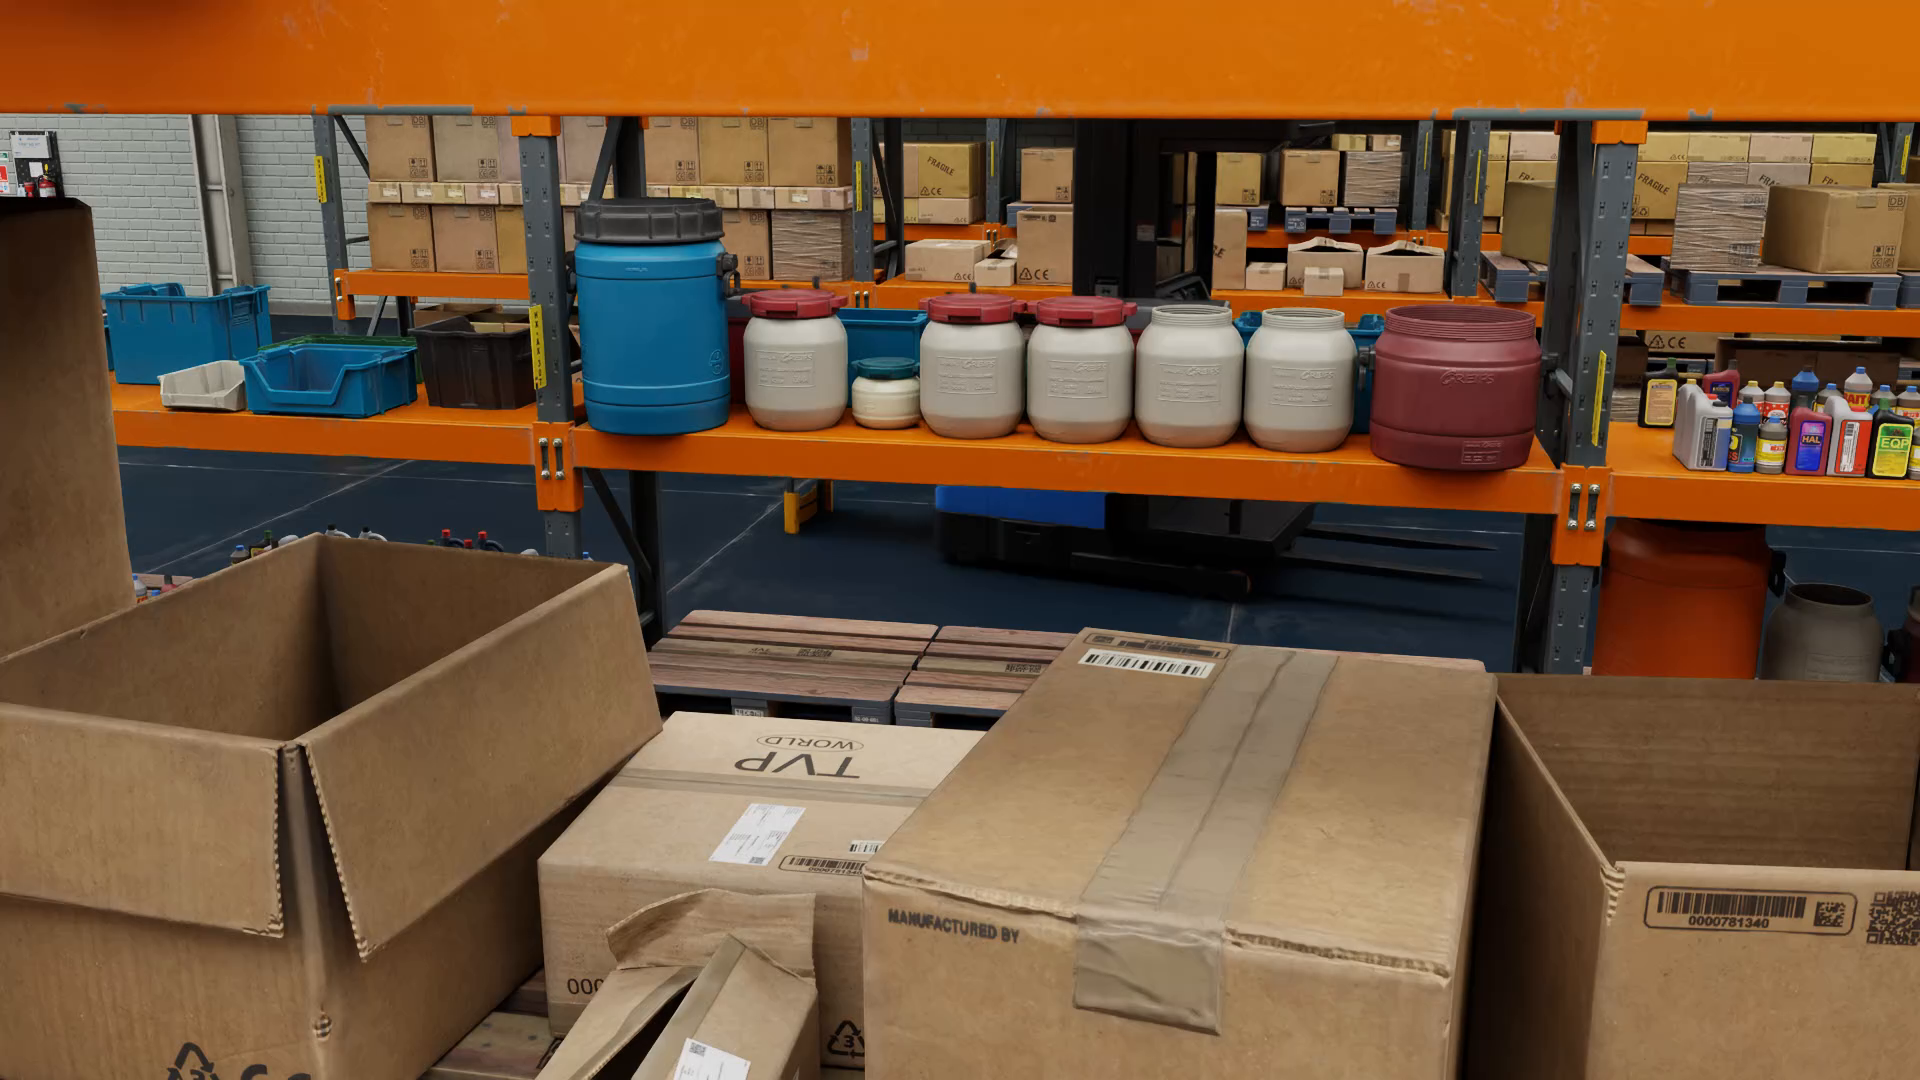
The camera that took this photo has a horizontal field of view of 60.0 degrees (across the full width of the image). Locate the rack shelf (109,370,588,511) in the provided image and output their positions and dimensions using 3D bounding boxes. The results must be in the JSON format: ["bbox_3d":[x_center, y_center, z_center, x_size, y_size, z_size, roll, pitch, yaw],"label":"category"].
[{"bbox_3d":[-3.522,-0.538,7.663,4.000,0.370,1.077,3,16,11],"label":"rack shelf"}]

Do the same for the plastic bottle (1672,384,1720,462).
[{"bbox_3d":[2.748,-0.438,6.187,0.135,0.276,0.152,3,16,11],"label":"plastic bottle"}]

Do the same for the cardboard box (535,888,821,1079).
[{"bbox_3d":[-0.317,0.574,1.764,0.258,0.266,0.396,3,16,10],"label":"cardboard box"}]

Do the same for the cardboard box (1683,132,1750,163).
[{"bbox_3d":[6.744,-3.522,14.900,0.500,0.250,0.500,3,16,12],"label":"cardboard box"}]

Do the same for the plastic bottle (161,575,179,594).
[{"bbox_3d":[-3.549,0.301,7.552,0.133,0.283,0.061,3,16,12],"label":"plastic bottle"}]

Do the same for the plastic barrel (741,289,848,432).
[{"bbox_3d":[-0.668,-0.736,6.774,0.433,0.535,0.433,0,15,0],"label":"plastic barrel"}]

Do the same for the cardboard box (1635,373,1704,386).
[{"bbox_3d":[4.819,-0.853,11.309,0.500,0.500,0.500,3,16,9],"label":"cardboard box"}]

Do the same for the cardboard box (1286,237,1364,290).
[{"bbox_3d":[2.510,-1.916,11.458,0.500,0.311,0.500,3,16,10],"label":"cardboard box"}]

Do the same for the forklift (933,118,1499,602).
[{"bbox_3d":[1.408,-1.247,9.003,3.031,2.935,1.130,7,17,23],"label":"forklift"}]

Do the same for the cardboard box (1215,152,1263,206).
[{"bbox_3d":[2.644,-3.500,15.998,0.500,0.500,0.700,3,16,11],"label":"cardboard box"}]

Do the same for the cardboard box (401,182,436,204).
[{"bbox_3d":[-3.890,-2.557,12.201,0.250,0.149,0.380,3,16,10],"label":"cardboard box"}]

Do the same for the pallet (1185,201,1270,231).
[{"bbox_3d":[2.384,-3.159,16.138,1.213,0.211,1.003,3,16,11],"label":"pallet"}]

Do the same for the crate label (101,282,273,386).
[{"bbox_3d":[-3.624,-0.981,7.848,0.616,0.435,0.502,3,16,11],"label":"crate label"}]

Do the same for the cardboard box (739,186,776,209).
[{"bbox_3d":[-1.380,-2.420,11.707,0.250,0.149,0.380,3,16,9],"label":"cardboard box"}]

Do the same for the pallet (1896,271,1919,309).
[{"bbox_3d":[6.507,-1.627,10.606,1.213,0.211,1.003,3,16,11],"label":"pallet"}]

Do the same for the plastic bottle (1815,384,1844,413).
[{"bbox_3d":[3.461,-0.521,6.627,0.097,0.201,0.097,0,15,0],"label":"plastic bottle"}]

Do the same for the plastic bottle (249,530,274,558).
[{"bbox_3d":[-3.477,0.090,8.311,0.133,0.283,0.061,4,16,12],"label":"plastic bottle"}]

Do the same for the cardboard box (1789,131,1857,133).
[{"bbox_3d":[7.853,-3.600,15.181,0.500,0.250,0.500,4,16,13],"label":"cardboard box"}]

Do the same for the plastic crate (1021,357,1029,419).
[{"bbox_3d":[0.201,-0.657,7.143,0.662,0.188,0.450,3,16,11],"label":"plastic crate"}]

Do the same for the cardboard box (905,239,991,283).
[{"bbox_3d":[-0.080,-1.987,11.827,0.500,0.250,0.500,4,16,15],"label":"cardboard box"}]

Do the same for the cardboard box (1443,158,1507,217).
[{"bbox_3d":[4.757,-3.266,15.380,0.500,0.500,0.500,4,16,13],"label":"cardboard box"}]

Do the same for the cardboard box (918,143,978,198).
[{"bbox_3d":[-0.113,-3.613,16.255,0.500,0.500,0.500,3,16,11],"label":"cardboard box"}]

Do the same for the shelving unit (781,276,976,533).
[{"bbox_3d":[-0.471,-0.796,10.057,1.083,1.500,0.587,5,16,18],"label":"shelving unit"}]

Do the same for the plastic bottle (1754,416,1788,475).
[{"bbox_3d":[2.921,-0.344,5.986,0.097,0.201,0.097,0,15,0],"label":"plastic bottle"}]

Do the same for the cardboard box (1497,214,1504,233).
[{"bbox_3d":[5.097,-2.916,15.332,0.250,0.149,0.380,4,16,13],"label":"cardboard box"}]

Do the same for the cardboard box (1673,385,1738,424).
[{"bbox_3d":[4.742,-0.715,10.813,0.500,0.500,0.500,3,16,10],"label":"cardboard box"}]

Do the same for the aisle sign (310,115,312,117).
[{"bbox_3d":[-4.617,-3.463,12.005,0.004,0.787,0.394,3,16,11],"label":"aisle sign"}]

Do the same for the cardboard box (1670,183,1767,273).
[{"bbox_3d":[4.846,-2.009,10.652,0.500,0.500,0.700,6,17,22],"label":"cardboard box"}]

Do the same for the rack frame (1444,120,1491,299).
[{"bbox_3d":[3.348,-1.861,11.092,0.127,3.000,1.000,3,16,11],"label":"rack frame"}]

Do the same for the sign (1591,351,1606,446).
[{"bbox_3d":[2.255,-0.500,5.872,0.005,0.325,0.100,3,16,11],"label":"sign"}]

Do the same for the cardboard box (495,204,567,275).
[{"bbox_3d":[-3.035,-2.252,12.316,0.500,0.500,0.700,3,16,11],"label":"cardboard box"}]

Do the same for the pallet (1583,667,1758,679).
[{"bbox_3d":[3.138,0.809,6.675,1.213,0.211,1.003,3,16,11],"label":"pallet"}]

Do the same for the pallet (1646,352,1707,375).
[{"bbox_3d":[6.281,-1.686,15.684,1.213,0.211,1.003,3,16,11],"label":"pallet"}]

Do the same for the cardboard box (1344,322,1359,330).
[{"bbox_3d":[3.616,-2.189,16.135,0.500,0.500,0.700,3,16,12],"label":"cardboard box"}]

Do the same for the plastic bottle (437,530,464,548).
[{"bbox_3d":[-2.455,0.125,8.061,0.185,0.351,0.144,2,16,9],"label":"plastic bottle"}]

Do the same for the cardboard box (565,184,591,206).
[{"bbox_3d":[-2.643,-2.488,11.954,0.250,0.149,0.380,3,16,12],"label":"cardboard box"}]

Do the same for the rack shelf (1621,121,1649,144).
[{"bbox_3d":[4.317,-1.558,5.726,4.000,0.370,1.077,3,16,11],"label":"rack shelf"}]

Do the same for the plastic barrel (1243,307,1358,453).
[{"bbox_3d":[1.307,-0.618,6.396,0.421,0.512,0.421,0,15,0],"label":"plastic barrel"}]

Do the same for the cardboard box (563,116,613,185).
[{"bbox_3d":[-2.483,-2.849,12.042,0.500,0.500,0.700,3,16,11],"label":"cardboard box"}]

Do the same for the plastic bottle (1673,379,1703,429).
[{"bbox_3d":[2.948,-0.549,6.727,0.097,0.201,0.097,0,15,0],"label":"plastic bottle"}]

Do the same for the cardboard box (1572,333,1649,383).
[{"bbox_3d":[4.368,-1.240,11.302,0.500,0.250,0.500,4,16,13],"label":"cardboard box"}]

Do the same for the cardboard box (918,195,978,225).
[{"bbox_3d":[-0.113,-3.253,16.361,0.500,0.250,0.500,3,16,11],"label":"cardboard box"}]

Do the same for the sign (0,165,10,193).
[{"bbox_3d":[-11.464,-4.306,19.851,0.234,0.329,0.001,3,16,11],"label":"sign"}]

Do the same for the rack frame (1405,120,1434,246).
[{"bbox_3d":[4.332,-3.157,15.771,0.127,3.000,1.000,3,16,11],"label":"rack frame"}]

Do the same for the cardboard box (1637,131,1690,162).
[{"bbox_3d":[6.244,-3.549,14.997,0.500,0.250,0.500,3,16,10],"label":"cardboard box"}]

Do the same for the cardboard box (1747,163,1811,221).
[{"bbox_3d":[7.247,-3.129,14.886,0.500,0.500,0.500,3,16,12],"label":"cardboard box"}]

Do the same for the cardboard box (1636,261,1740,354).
[{"bbox_3d":[6.717,-2.158,15.404,0.750,0.750,0.750,4,16,13],"label":"cardboard box"}]

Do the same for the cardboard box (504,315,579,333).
[{"bbox_3d":[-3.027,-1.389,12.348,0.500,0.500,0.500,3,16,11],"label":"cardboard box"}]
